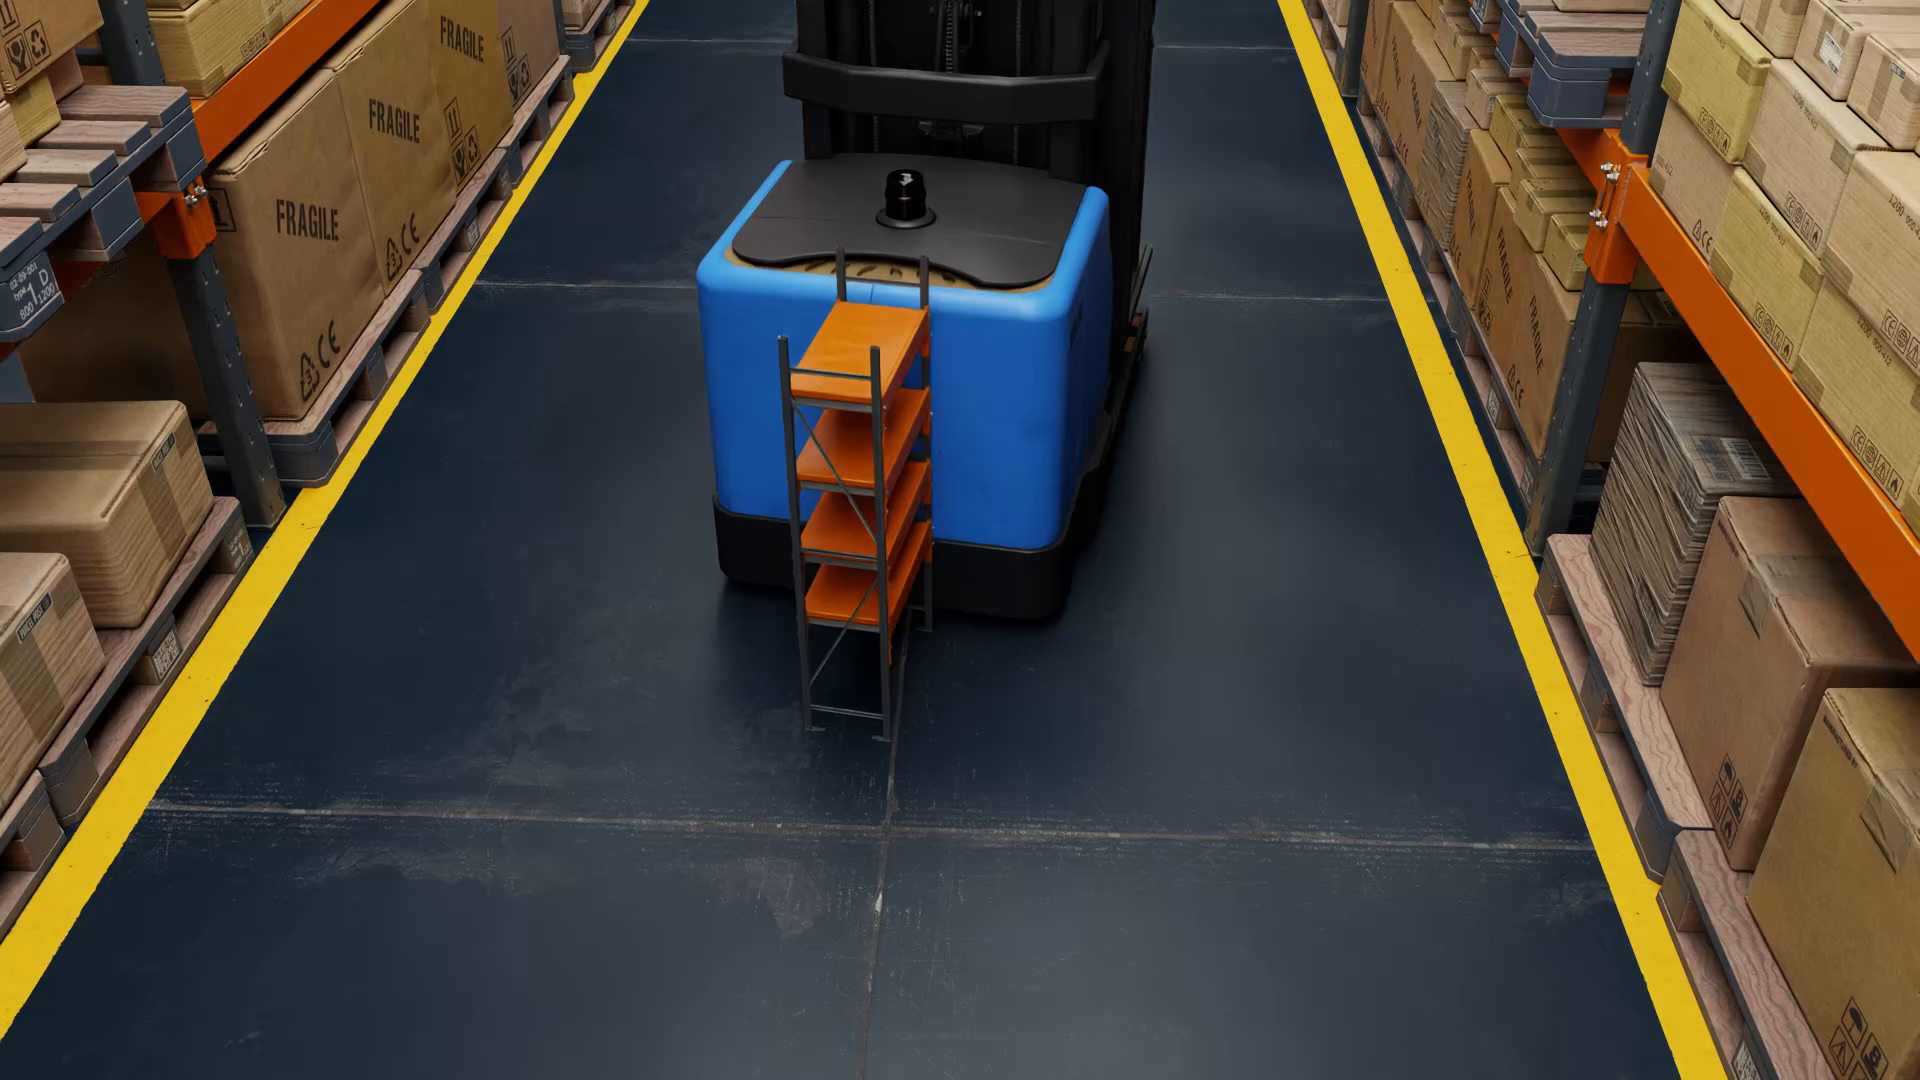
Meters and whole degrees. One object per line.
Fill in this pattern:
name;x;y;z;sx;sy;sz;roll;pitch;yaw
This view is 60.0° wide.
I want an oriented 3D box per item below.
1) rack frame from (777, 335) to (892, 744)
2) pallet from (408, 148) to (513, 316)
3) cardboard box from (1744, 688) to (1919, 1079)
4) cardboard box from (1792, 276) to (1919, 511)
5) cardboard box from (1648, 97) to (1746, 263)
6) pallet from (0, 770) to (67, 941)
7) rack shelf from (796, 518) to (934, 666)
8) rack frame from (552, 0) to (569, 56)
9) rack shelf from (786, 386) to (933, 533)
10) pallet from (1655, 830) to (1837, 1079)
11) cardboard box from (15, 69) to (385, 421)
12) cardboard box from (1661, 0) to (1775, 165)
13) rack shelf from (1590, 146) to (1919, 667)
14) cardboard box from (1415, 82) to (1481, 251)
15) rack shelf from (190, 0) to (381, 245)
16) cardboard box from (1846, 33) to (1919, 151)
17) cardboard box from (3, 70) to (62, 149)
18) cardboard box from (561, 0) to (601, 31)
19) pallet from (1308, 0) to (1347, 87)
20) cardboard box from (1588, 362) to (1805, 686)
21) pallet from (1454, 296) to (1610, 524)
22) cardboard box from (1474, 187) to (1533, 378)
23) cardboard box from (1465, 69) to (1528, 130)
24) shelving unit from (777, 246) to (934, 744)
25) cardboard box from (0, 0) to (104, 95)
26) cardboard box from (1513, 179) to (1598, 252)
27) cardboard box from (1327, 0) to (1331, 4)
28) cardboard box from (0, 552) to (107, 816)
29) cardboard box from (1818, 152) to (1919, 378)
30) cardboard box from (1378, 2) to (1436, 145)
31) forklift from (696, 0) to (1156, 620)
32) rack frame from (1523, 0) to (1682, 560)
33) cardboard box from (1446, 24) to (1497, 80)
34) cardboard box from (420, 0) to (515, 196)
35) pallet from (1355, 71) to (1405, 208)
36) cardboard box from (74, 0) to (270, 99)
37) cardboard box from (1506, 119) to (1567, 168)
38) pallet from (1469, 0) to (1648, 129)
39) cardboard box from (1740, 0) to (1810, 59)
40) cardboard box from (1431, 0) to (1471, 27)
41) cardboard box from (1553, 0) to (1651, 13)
rack frame;-0.301;0.038;4.153;0.240;1.200;0.015;7;36;10
pallet;-2.523;-1.312;6.933;1.003;0.211;1.213;1;35;2
cardboard box;2.194;0.730;3.302;0.875;0.625;0.625;0;35;0
cardboard box;1.978;-0.294;3.191;0.500;0.250;0.500;0;35;0
cardboard box;2.016;-0.879;4.023;0.500;0.250;0.500;1;35;2
pallet;-2.766;0.986;3.663;1.003;0.211;1.213;1;35;2
rack shelf;-0.249;0.118;4.501;0.258;0.148;0.480;7;36;10
rack frame;-2.521;-3.601;7.765;1.000;3.000;0.127;1;35;2
rack shelf;-0.249;-0.227;4.258;0.258;0.148;0.480;7;36;10
pallet;2.155;1.122;3.470;1.003;0.211;1.213;1;35;2
cardboard box;-2.571;-1.000;5.547;0.875;0.875;0.875;1;35;1
cardboard box;1.992;-1.085;3.880;0.500;0.250;0.500;1;35;2
rack shelf;2.198;0.253;2.906;1.077;0.370;4.000;1;35;2
cardboard box;2.132;-1.474;6.547;0.500;0.500;0.500;0;35;0
rack shelf;-2.601;-2.157;6.337;1.077;0.370;4.000;1;35;2
cardboard box;1.979;-0.868;3.225;0.380;0.149;0.250;2;35;2
cardboard box;-2.398;-1.022;3.949;0.380;0.149;0.250;2;35;3
cardboard box;-2.388;-3.082;8.890;0.875;0.438;0.875;1;35;1
pallet;2.468;-2.742;8.968;1.003;0.211;1.213;1;35;2
cardboard box;2.240;-0.032;4.387;0.875;0.625;0.625;2;35;3
pallet;2.346;-0.477;5.746;1.003;0.211;1.213;1;35;2
cardboard box;2.111;-0.874;5.694;0.500;0.500;0.500;1;35;1
cardboard box;2.126;-1.655;6.241;0.380;0.149;0.250;0;35;0
shelving unit;-0.249;-0.099;4.348;0.258;1.200;0.503;7;36;10
cardboard box;-2.422;-1.369;3.879;0.500;0.500;0.500;0;35;1
cardboard box;2.025;-1.052;5.382;0.380;0.149;0.250;0;35;-1
cardboard box;2.182;-3.073;9.027;0.396;0.266;0.258;3;35;4
cardboard box;-2.736;0.349;4.064;0.950;0.372;0.625;1;35;1
cardboard box;1.956;-0.496;3.043;0.500;0.250;0.500;0;35;1
cardboard box;2.183;-2.058;7.379;0.500;0.500;0.500;1;35;1
forklift;0.089;-1.813;5.280;1.130;2.935;3.031;7;36;10
rack frame;2.278;-1.190;4.335;1.000;3.000;0.127;1;35;2
cardboard box;2.169;-1.951;6.662;0.380;0.149;0.250;3;35;4
cardboard box;-2.494;-2.026;7.007;0.875;0.875;0.875;2;35;3
pallet;2.444;-1.879;7.740;1.003;0.211;1.213;1;35;2
cardboard box;-2.410;-1.517;4.930;0.500;0.250;0.500;1;35;1
cardboard box;2.136;-1.353;5.810;0.380;0.149;0.250;2;35;3
pallet;2.236;-1.503;4.946;1.213;0.211;1.003;1;35;2
cardboard box;1.962;-1.167;3.650;0.380;0.149;0.250;2;35;3
cardboard box;2.229;-2.236;7.068;0.380;0.149;0.250;1;35;1
cardboard box;1.921;-1.645;4.836;0.380;0.149;0.250;2;35;3
